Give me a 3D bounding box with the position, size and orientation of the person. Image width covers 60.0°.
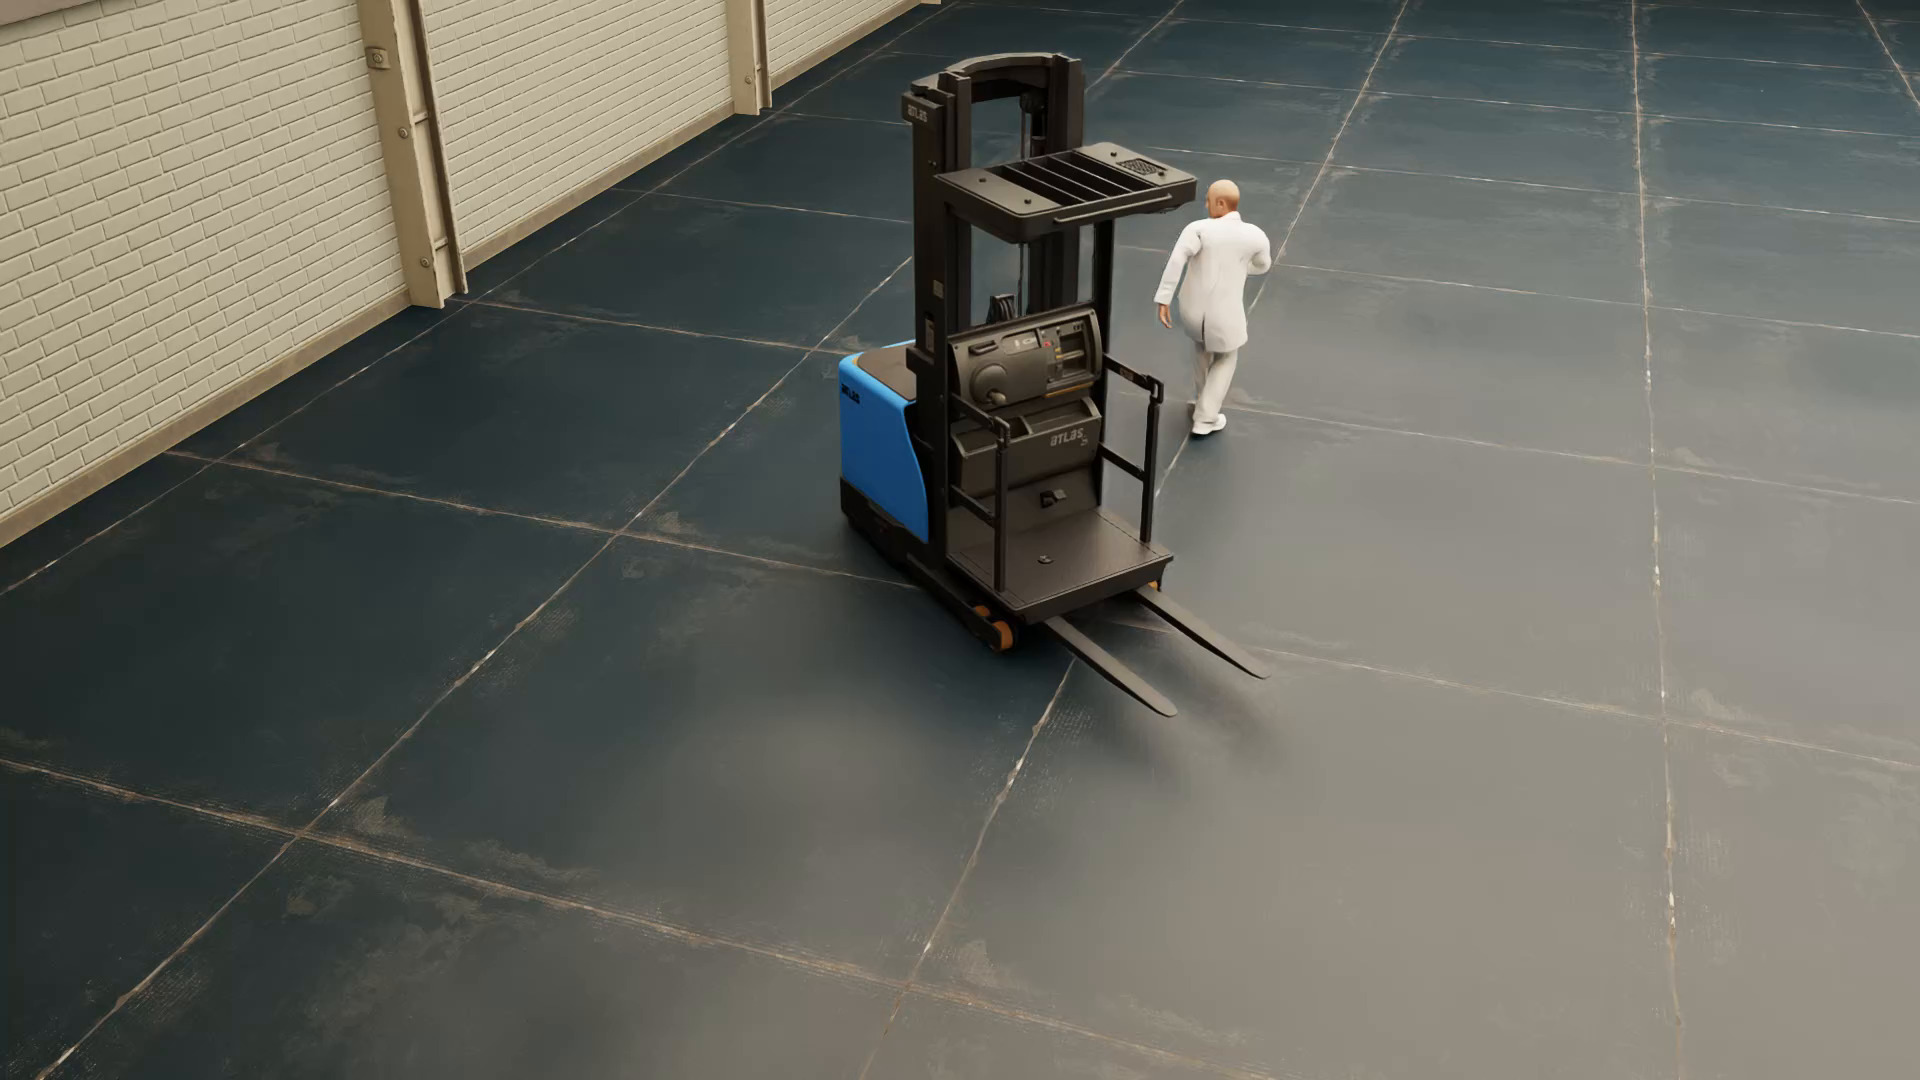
[{"bbox_3d":[1.694,-1.535,11.130,0.655,1.781,0.892,10,31,17],"label":"person"}]

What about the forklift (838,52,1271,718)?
[{"bbox_3d":[0.483,-0.934,8.775,1.130,2.935,3.031,-18,34,-28],"label":"forklift"}]
